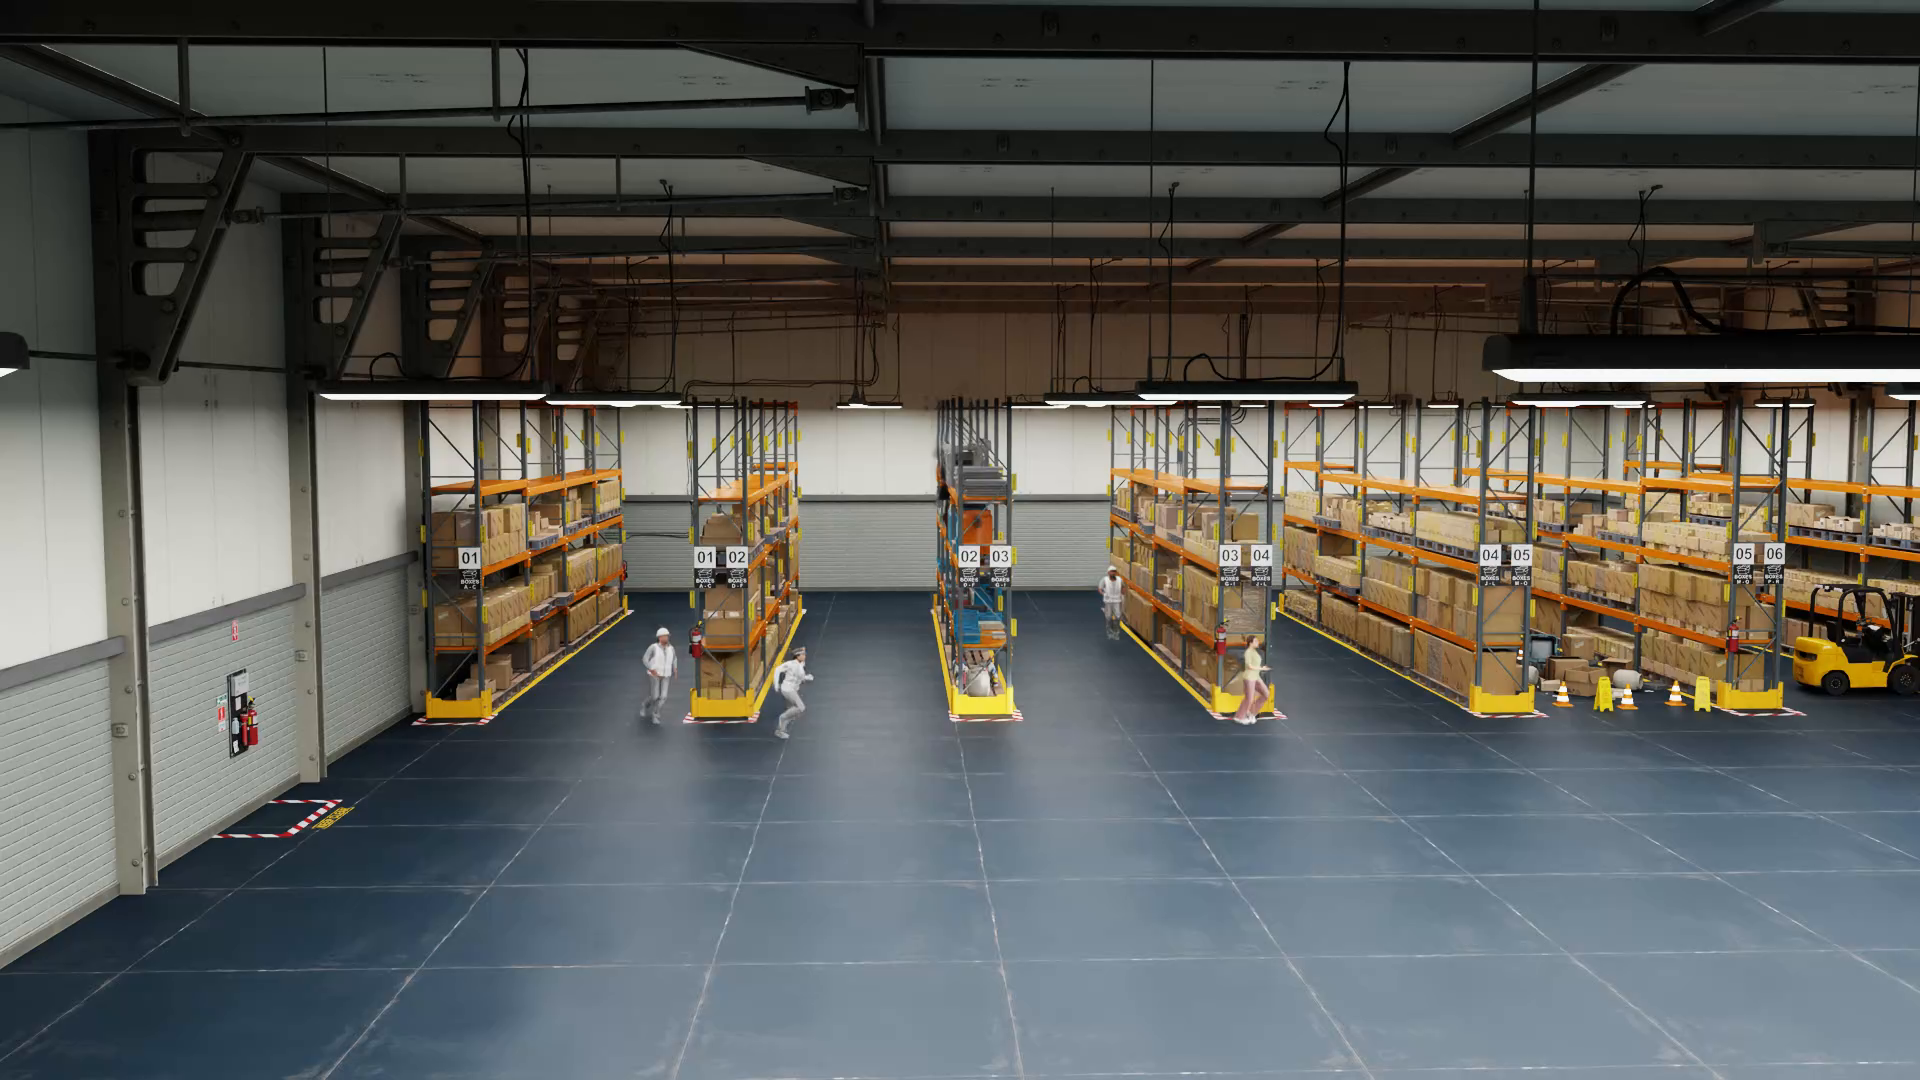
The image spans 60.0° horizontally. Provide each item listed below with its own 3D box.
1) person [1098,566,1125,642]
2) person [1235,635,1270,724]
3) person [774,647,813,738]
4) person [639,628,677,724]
[{"bbox_3d":[3.631,1.522,39.579,0.674,1.820,0.641,0,4,-3],"label":"person"},{"bbox_3d":[5.347,2.550,30.351,0.673,1.654,0.558,3,5,34],"label":"person"},{"bbox_3d":[-2.919,2.666,29.159,0.724,1.613,0.601,1,5,17],"label":"person"},{"bbox_3d":[-5.531,2.497,30.742,0.709,1.727,0.637,-3,6,-38],"label":"person"}]
